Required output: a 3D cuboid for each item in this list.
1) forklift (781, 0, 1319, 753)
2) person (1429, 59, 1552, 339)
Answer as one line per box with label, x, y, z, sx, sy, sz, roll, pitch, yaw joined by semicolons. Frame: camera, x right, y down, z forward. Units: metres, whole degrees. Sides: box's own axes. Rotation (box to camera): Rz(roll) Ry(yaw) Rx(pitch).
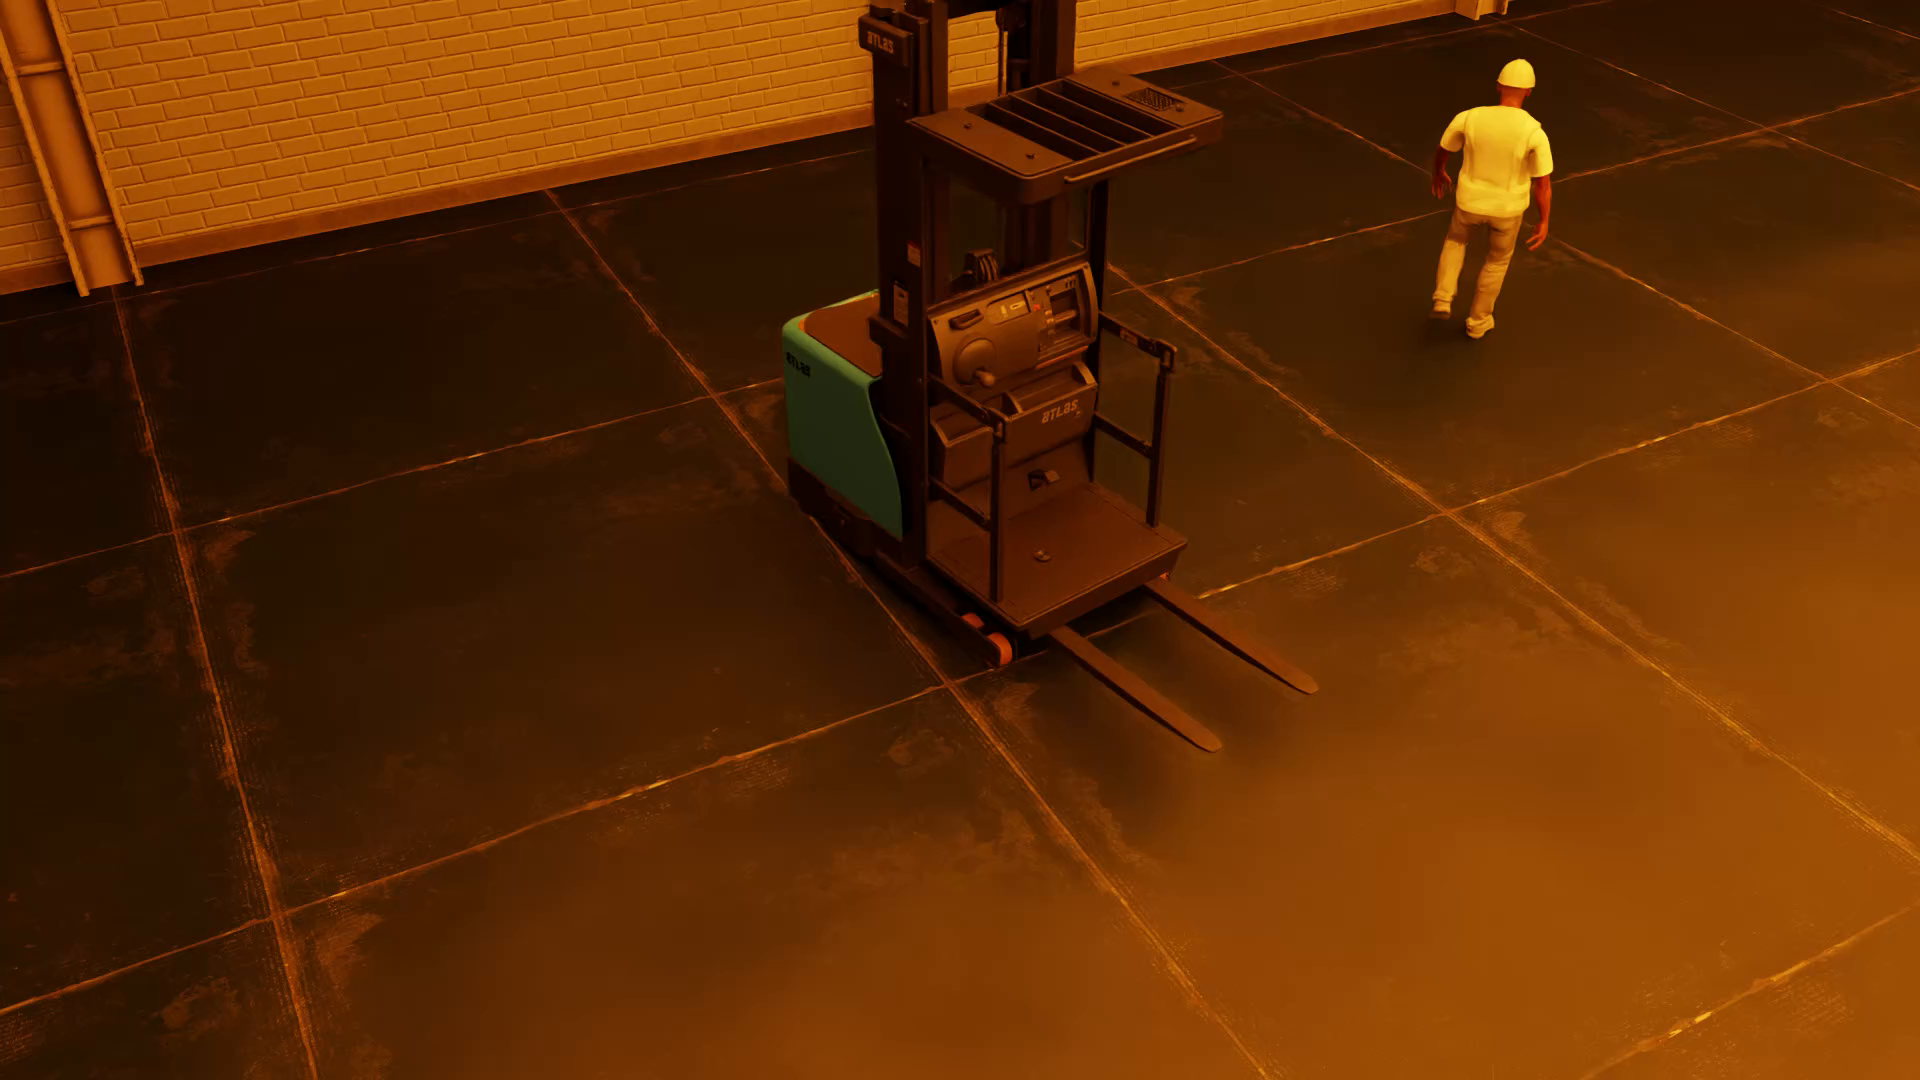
forklift;0.389;-0.923;7.429;1.130;2.935;3.031;-25;42;-30
person;3.185;-2.031;10.025;0.771;1.746;0.489;18;39;23
